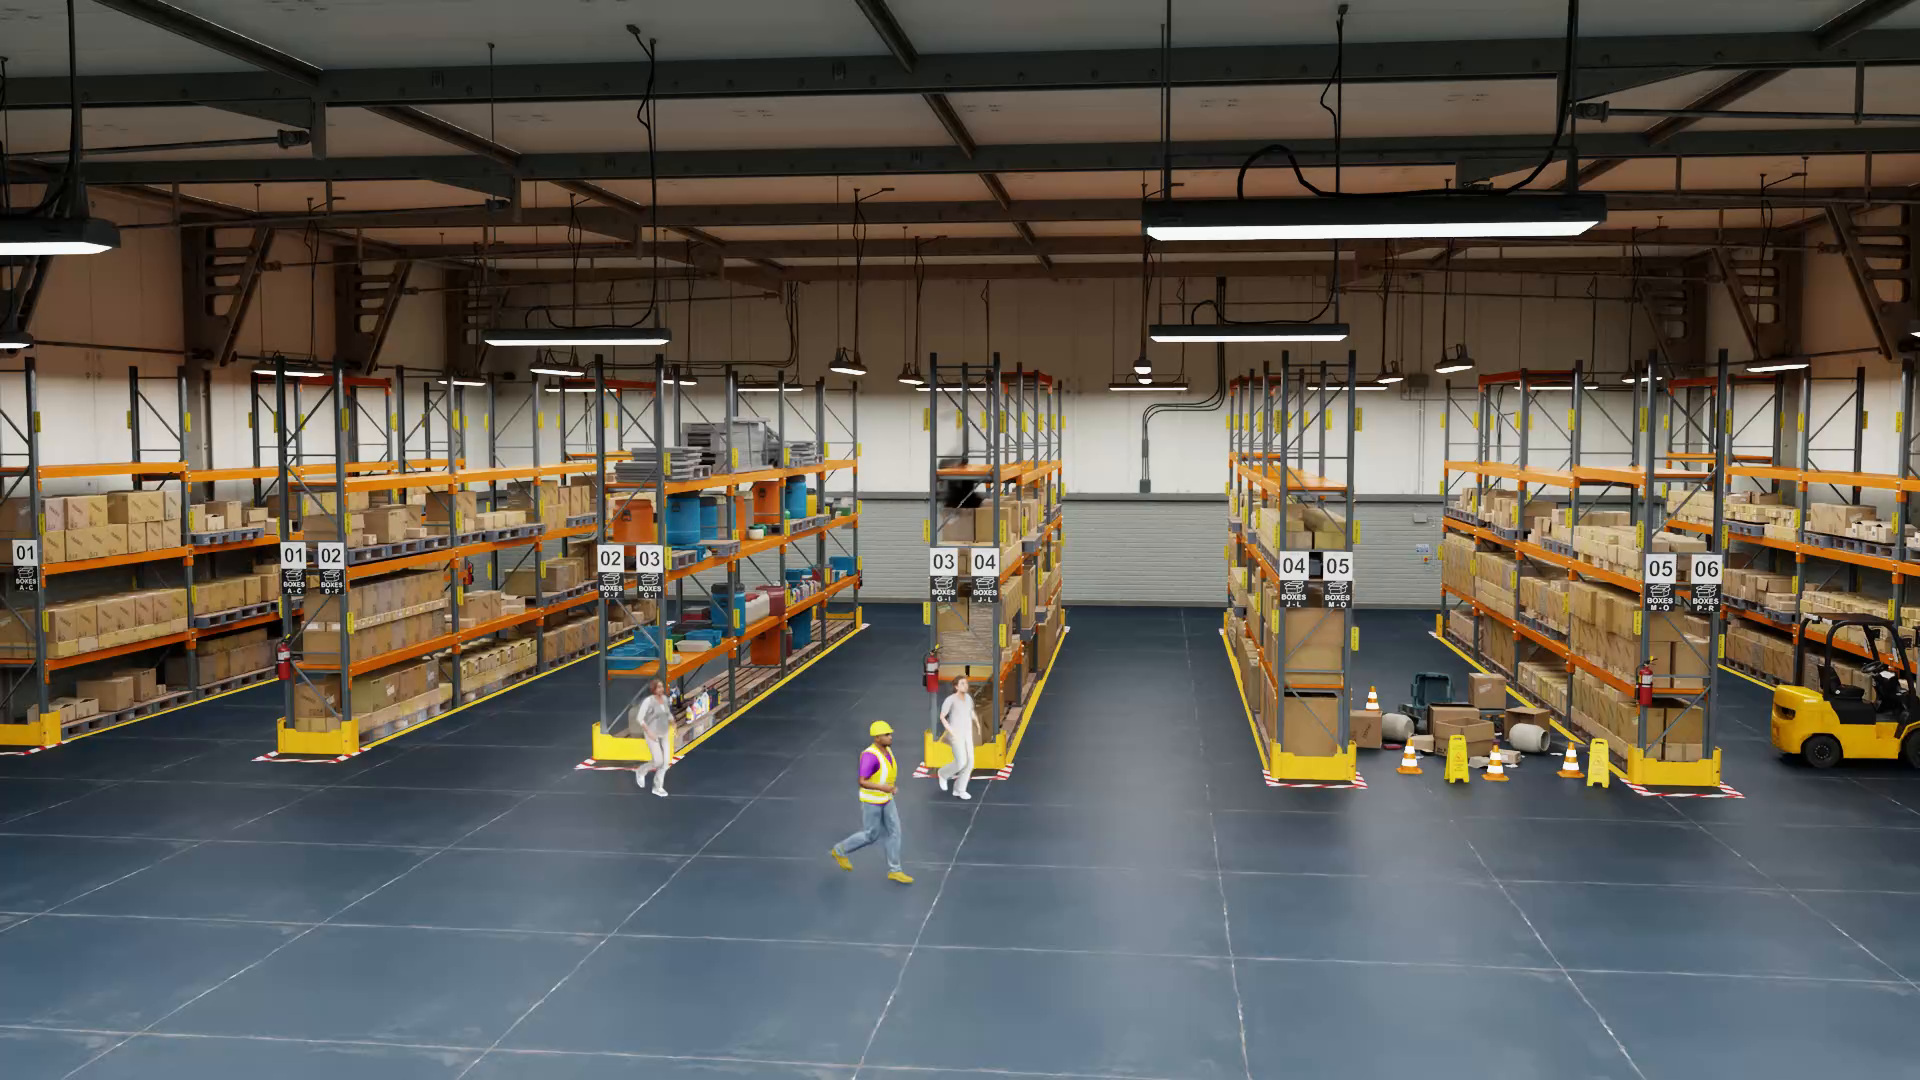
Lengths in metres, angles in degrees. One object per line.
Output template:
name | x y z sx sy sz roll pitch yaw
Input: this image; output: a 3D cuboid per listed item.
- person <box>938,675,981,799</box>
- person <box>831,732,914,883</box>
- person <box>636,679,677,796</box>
person | -0.023 2.617 22.264 0.583 1.642 0.563 -4 5 -42
person | -0.948 2.856 18.138 0.948 1.717 0.681 2 4 25
person | -4.108 2.645 22.397 0.539 1.574 0.559 3 5 39
